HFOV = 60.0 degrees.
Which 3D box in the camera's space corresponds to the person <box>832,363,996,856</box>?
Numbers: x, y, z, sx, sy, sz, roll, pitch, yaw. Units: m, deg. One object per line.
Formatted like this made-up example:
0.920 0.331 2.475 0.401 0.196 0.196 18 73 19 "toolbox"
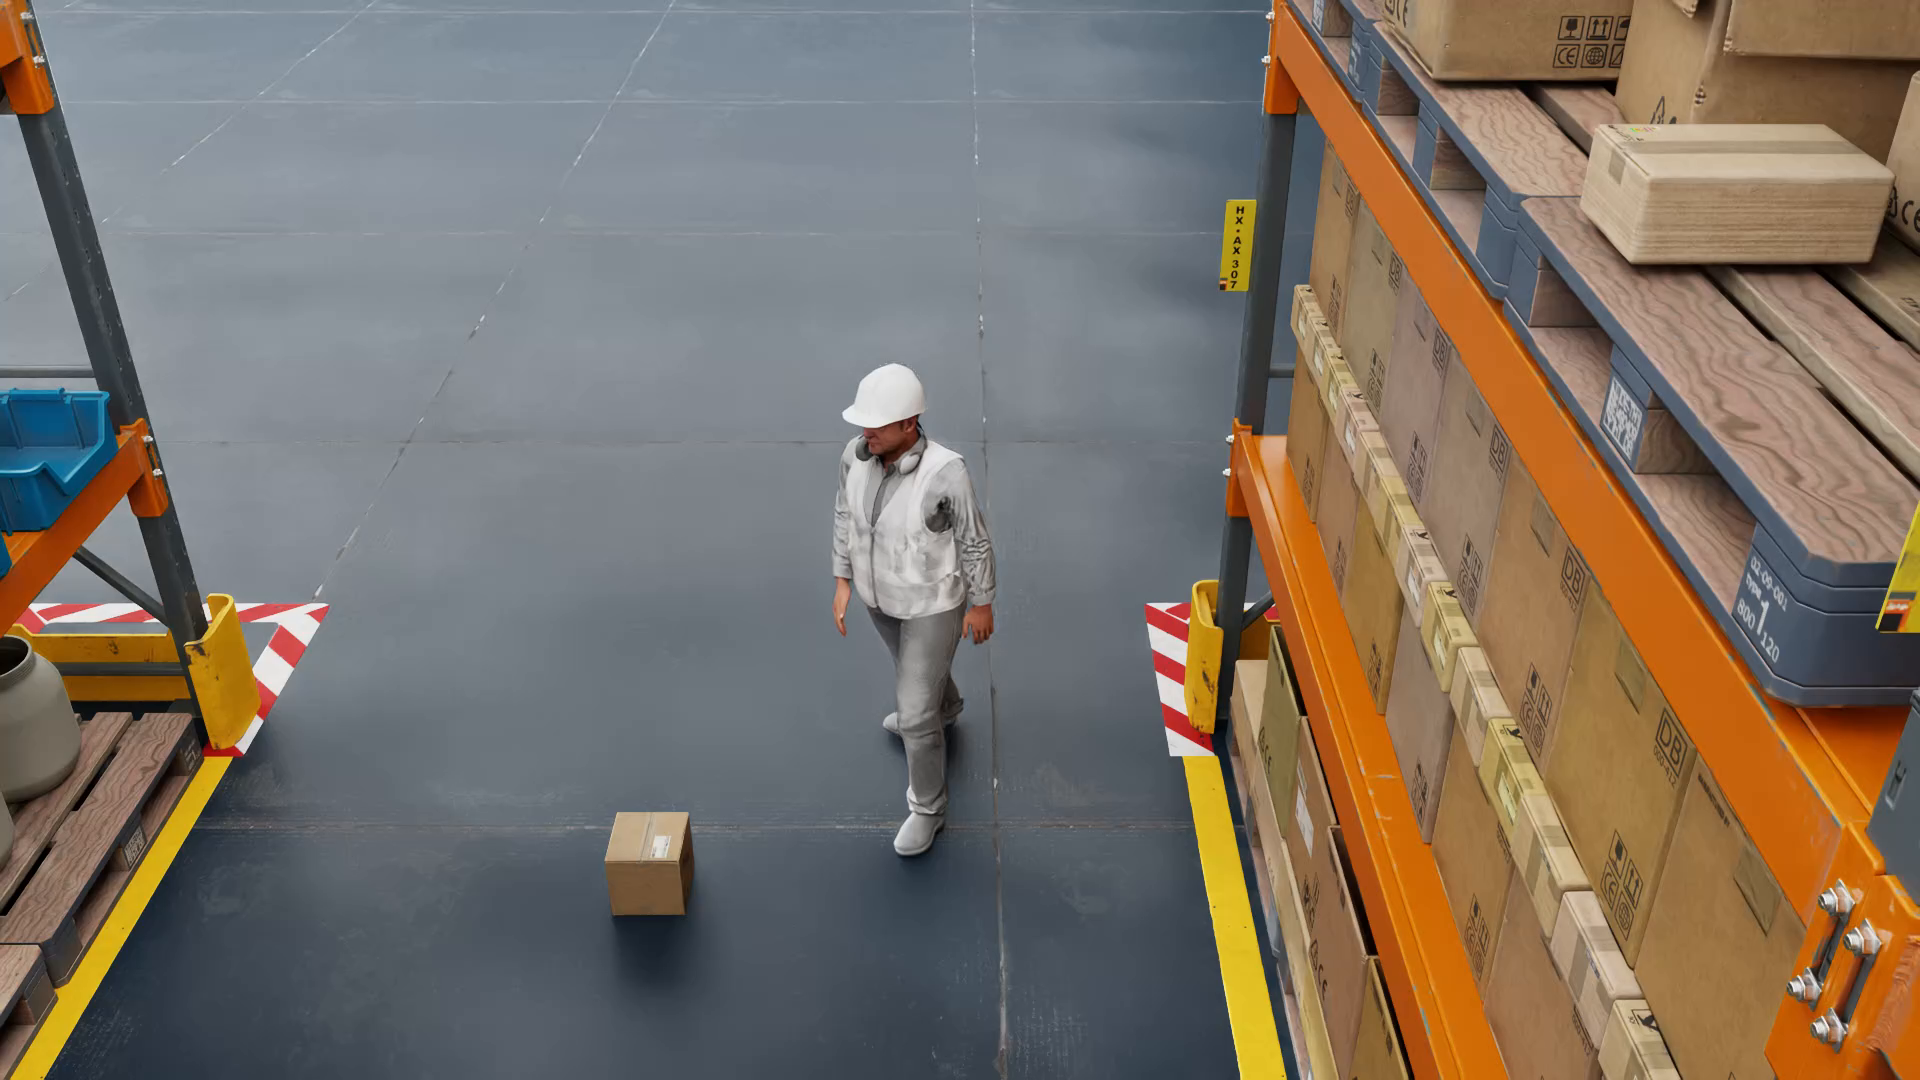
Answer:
-0.161 0.172 5.856 0.621 1.737 0.777 24 39 34 "person"
